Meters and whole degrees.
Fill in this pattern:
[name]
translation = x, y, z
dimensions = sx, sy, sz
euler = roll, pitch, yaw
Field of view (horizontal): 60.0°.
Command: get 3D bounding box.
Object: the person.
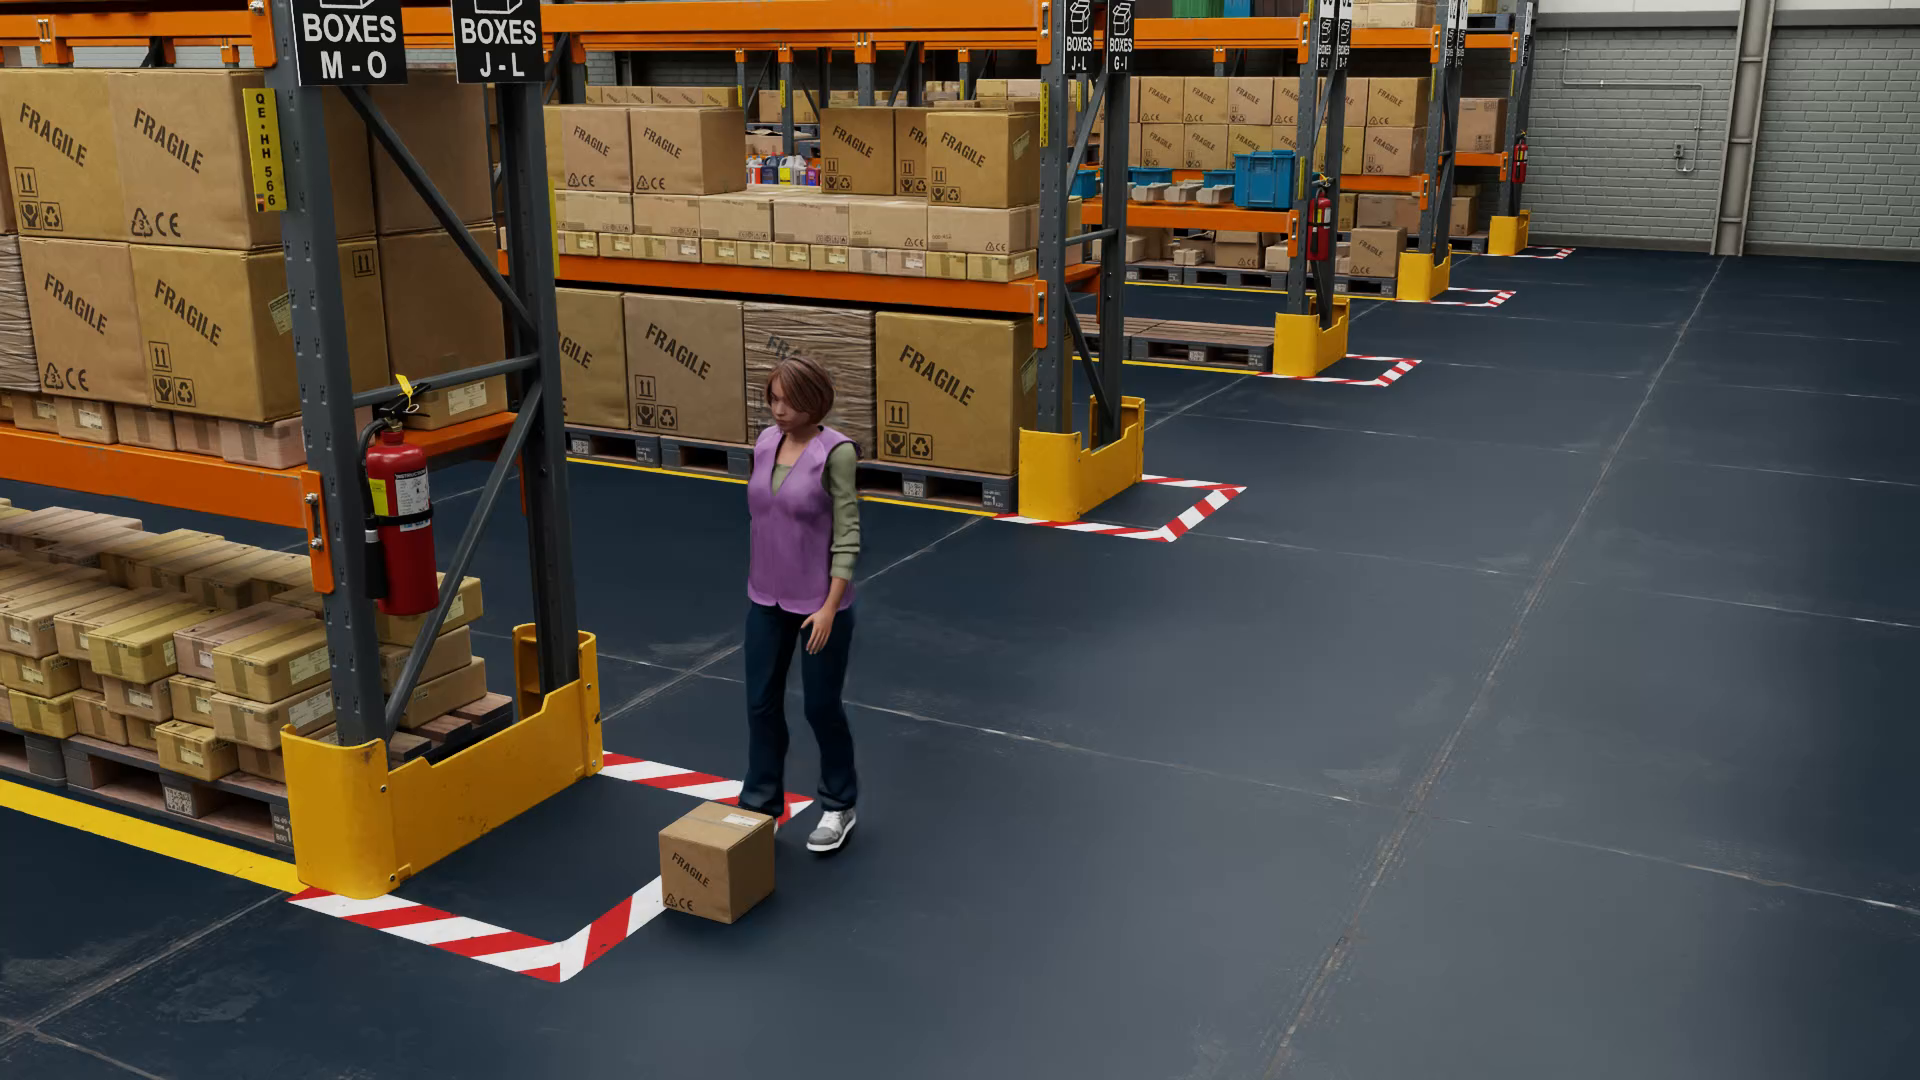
[person]
translation = -0.531, 0.228, 5.222
dimensions = 0.455, 1.609, 0.461
euler = 9, 18, 29
